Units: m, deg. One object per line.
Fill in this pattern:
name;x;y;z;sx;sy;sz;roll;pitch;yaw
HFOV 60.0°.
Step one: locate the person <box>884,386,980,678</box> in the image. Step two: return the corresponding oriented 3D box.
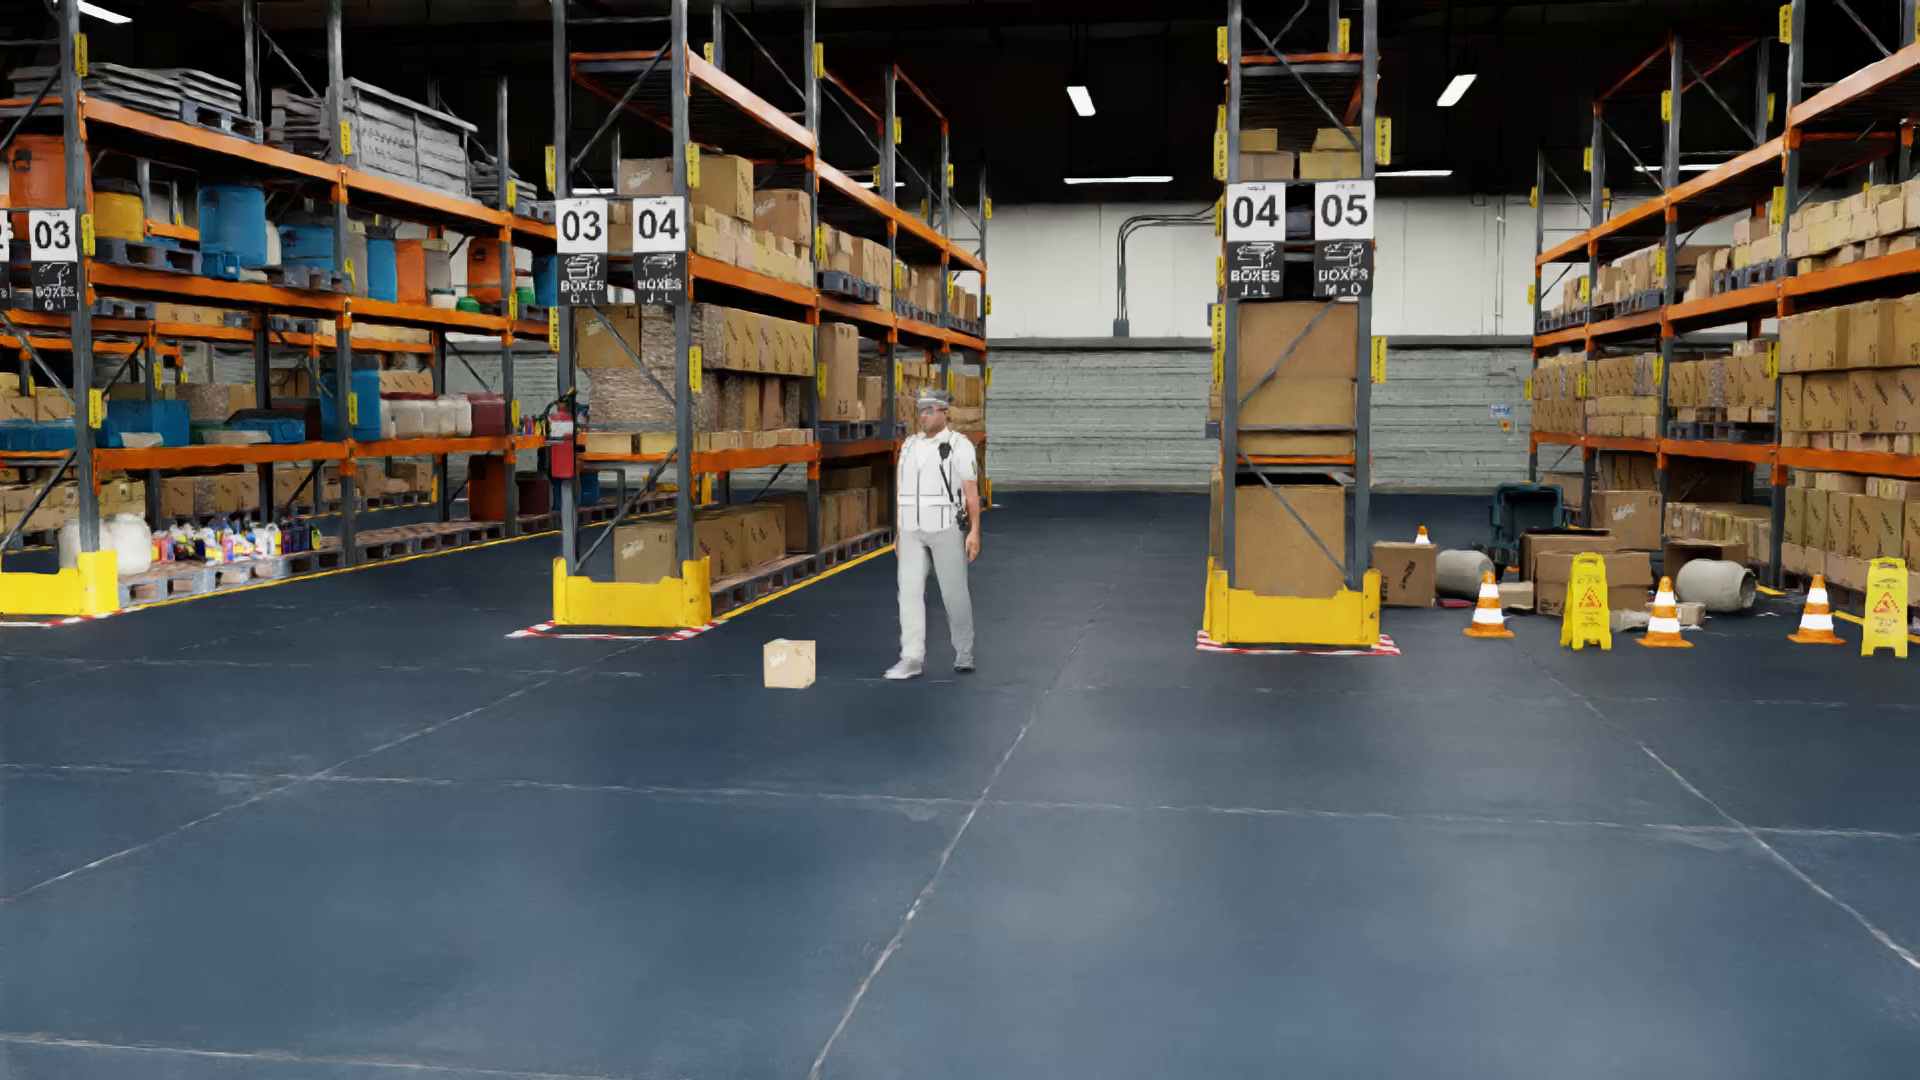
person;-0.171;-0.058;10.179;0.570;1.755;0.735;2;5;23
